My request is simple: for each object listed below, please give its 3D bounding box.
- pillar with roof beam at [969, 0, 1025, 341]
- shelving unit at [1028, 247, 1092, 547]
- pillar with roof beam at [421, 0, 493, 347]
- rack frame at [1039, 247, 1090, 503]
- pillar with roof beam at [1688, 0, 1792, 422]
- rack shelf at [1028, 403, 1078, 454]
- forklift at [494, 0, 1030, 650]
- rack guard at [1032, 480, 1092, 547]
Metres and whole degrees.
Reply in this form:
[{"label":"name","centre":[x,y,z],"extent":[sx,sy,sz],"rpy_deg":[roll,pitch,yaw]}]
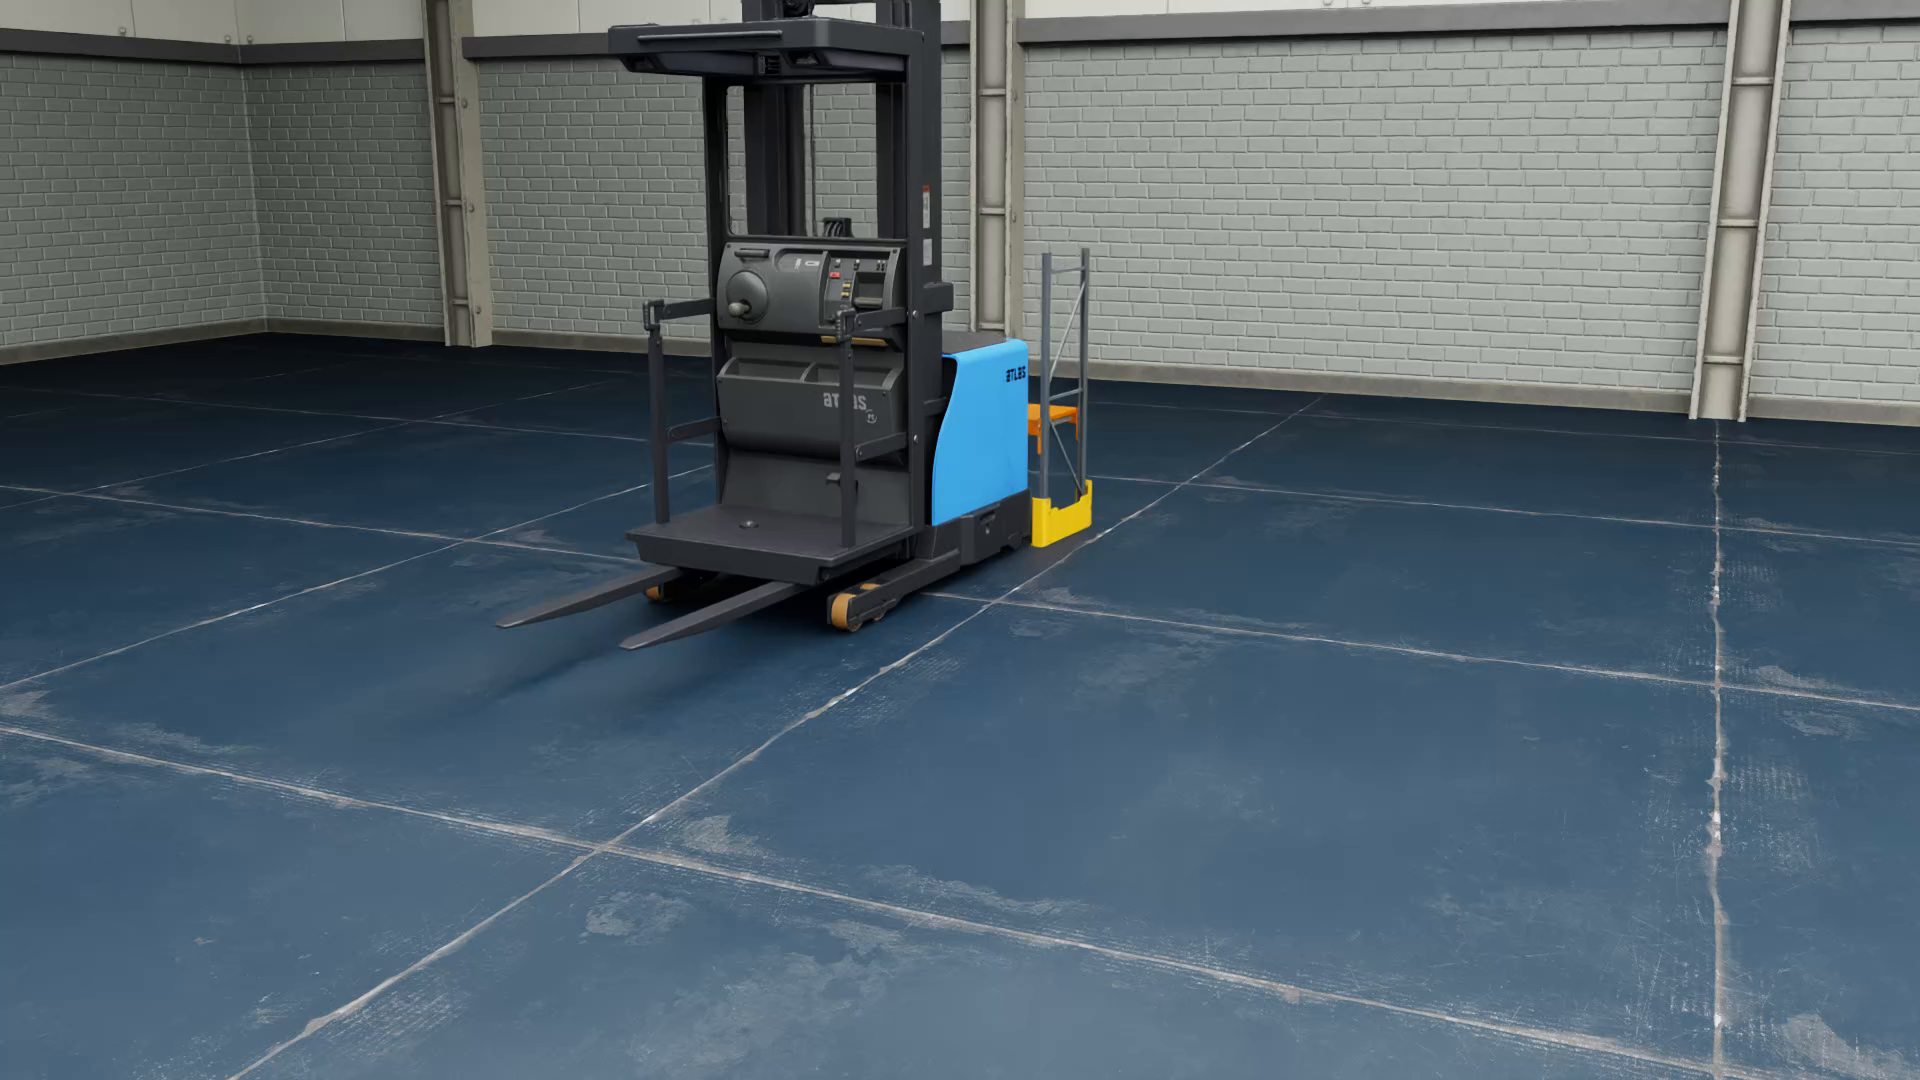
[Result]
[{"label":"pillar with roof beam","centre":[-1.417,-4.979,10.274],"extent":[0.400,9.000,9.100],"rpy_deg":[6,14,23]},{"label":"shelving unit","centre":[0.111,-0.813,8.937],"extent":[1.083,1.500,0.587],"rpy_deg":[7,15,29]},{"label":"pillar with roof beam","centre":[-6.903,-5.534,12.640],"extent":[0.400,9.000,9.100],"rpy_deg":[6,14,23]},{"label":"rack frame","centre":[0.546,-0.757,8.698],"extent":[0.032,1.500,0.500],"rpy_deg":[7,15,29]},{"label":"pillar with roof beam","centre":[4.069,-4.423,7.908],"extent":[0.400,9.000,9.100],"rpy_deg":[6,14,23]},{"label":"rack shelf","centre":[0.103,-0.639,8.982],"extent":[1.000,0.185,0.538],"rpy_deg":[7,15,29]},{"label":"forklift","centre":[-0.781,-1.152,7.250],"extent":[1.130,2.935,3.031],"rpy_deg":[7,15,27]},{"label":"rack guard","centre":[0.545,-0.149,8.842],"extent":[0.087,0.250,0.587],"rpy_deg":[7,15,29]}]
